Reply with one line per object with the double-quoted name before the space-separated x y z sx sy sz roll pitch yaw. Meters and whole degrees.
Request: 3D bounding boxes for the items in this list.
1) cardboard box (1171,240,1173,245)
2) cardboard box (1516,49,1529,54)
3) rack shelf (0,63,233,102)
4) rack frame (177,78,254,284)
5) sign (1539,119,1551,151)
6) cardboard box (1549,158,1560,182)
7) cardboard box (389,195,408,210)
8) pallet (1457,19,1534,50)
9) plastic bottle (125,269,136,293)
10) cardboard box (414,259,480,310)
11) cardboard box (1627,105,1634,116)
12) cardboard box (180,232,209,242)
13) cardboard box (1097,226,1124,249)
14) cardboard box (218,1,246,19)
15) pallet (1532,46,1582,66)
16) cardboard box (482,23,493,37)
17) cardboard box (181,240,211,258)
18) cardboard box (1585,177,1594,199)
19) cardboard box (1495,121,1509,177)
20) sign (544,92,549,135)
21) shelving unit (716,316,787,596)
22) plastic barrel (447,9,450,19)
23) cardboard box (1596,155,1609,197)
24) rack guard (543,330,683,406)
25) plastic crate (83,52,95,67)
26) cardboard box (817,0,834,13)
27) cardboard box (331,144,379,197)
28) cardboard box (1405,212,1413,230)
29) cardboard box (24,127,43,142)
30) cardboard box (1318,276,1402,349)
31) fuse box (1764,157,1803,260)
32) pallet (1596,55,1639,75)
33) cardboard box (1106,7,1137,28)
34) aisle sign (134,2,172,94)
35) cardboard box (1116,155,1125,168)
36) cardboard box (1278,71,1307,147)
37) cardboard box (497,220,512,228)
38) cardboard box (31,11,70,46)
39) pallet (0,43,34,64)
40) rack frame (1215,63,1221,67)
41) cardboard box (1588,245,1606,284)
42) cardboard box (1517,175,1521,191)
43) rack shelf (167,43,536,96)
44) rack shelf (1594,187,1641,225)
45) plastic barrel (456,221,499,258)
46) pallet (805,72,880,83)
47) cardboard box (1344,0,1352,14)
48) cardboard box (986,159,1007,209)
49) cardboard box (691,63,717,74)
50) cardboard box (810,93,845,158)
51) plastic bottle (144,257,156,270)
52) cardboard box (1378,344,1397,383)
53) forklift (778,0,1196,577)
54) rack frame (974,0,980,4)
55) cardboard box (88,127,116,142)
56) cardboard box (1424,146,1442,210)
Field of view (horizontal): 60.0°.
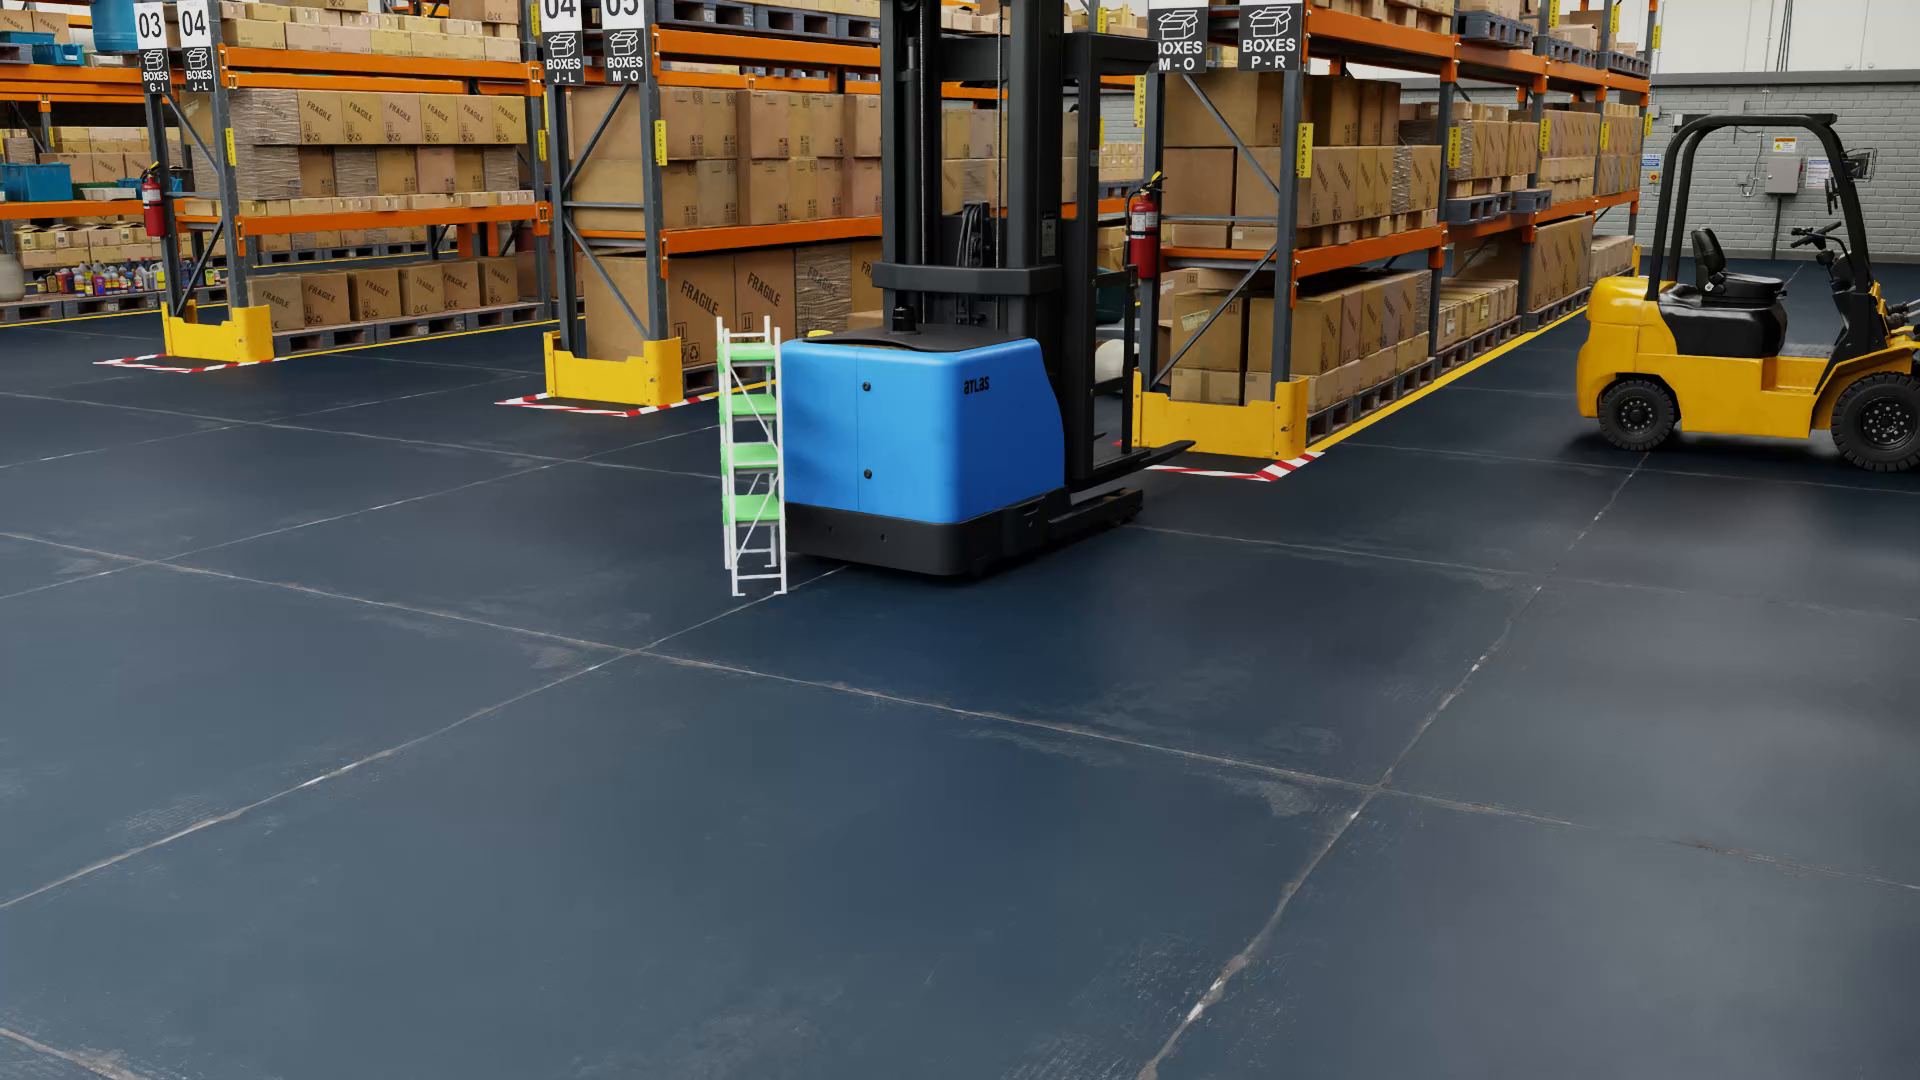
"cardboard box" 2.684 -3.754 22.142 0.500 0.500 0.500 7 15 27
"cardboard box" 5.436 -4.886 16.535 0.380 0.149 0.250 7 15 28
"rack shelf" -10.393 -5.251 19.050 1.077 0.370 4.000 7 15 28
"rack frame" -9.427 -4.553 21.020 1.000 3.000 0.127 7 15 28
"sign" 5.998 -4.155 17.065 0.100 0.325 0.005 7 15 28
"cardboard box" 6.230 -4.042 18.152 0.500 0.250 0.500 8 16 29
"cardboard box" -5.863 -3.444 16.954 0.380 0.149 0.250 7 15 28
"pallet" 4.475 -4.564 15.065 1.213 0.211 1.003 7 15 28
"plastic bottle" -9.899 -3.089 19.830 0.097 0.271 0.097 0 14 0
"cardboard box" -5.589 -2.785 18.123 0.500 0.500 0.500 -12 18 -41
"cardboard box" 9.077 -5.921 22.961 0.380 0.149 0.250 8 16 29
"cardboard box" -12.110 -4.833 25.955 0.500 0.311 0.500 7 15 27
"cardboard box" 1.681 -3.698 20.308 0.500 0.250 0.500 7 15 26
"cardboard box" -6.689 -4.781 15.033 0.380 0.149 0.250 7 15 28
"pallet" 6.321 -5.424 18.635 1.003 0.211 1.213 8 16 31
"cardboard box" -5.204 -5.427 17.714 0.380 0.149 0.250 8 15 29
"cardboard box" -12.114 -4.562 26.025 0.500 0.250 0.500 7 15 27
"cardboard box" 7.456 -4.317 20.360 0.500 0.250 0.500 7 15 27
"cardboard box" 4.794 -3.640 15.486 0.500 0.500 0.500 7 15 26
"sign" -3.200 -3.331 12.974 0.100 0.325 0.005 7 15 28
"shelving unit" -0.954 -0.393 7.605 0.258 1.200 0.503 -3 14 -11
"plastic barrel" -7.216 -7.361 24.454 0.600 0.830 0.708 7 15 28
"cardboard box" 7.908 -4.626 21.107 0.500 0.500 0.500 8 16 30
"rack guard" -2.743 -1.369 13.144 1.175 0.500 0.348 7 15 28
"plastic crate" -10.428 -5.616 19.478 0.336 0.188 0.450 7 15 28
"cardboard box" -1.308 -4.626 14.347 0.380 0.149 0.250 7 15 28
"cardboard box" -6.318 -3.688 16.584 0.875 0.500 0.500 7 15 28
"cardboard box" 3.387 -2.550 13.247 0.380 0.149 0.250 7 15 28
"cardboard box" -16.173 -7.186 29.451 0.500 0.250 0.500 8 16 30
"cardboard box" 3.043 -1.740 12.722 0.500 0.500 0.500 8 16 31
"fuse box" 13.859 -5.596 28.096 0.539 1.711 0.414 7 15 28
"pallet" 8.447 -6.342 22.227 1.003 0.211 1.213 7 15 28
"cardboard box" 1.911 -6.323 20.115 0.396 0.266 0.258 7 15 28
"aisle sign" -7.317 -4.456 15.072 0.394 0.787 0.004 7 15 28
"cardboard box" 1.801 -4.644 20.402 0.380 0.149 0.250 7 15 26
"cardboard box" 1.958 -2.960 11.431 0.700 0.500 0.500 8 15 29
"cardboard box" -8.990 -6.143 32.001 0.797 0.503 0.637 7 15 28
"cardboard box" -13.173 -7.311 23.882 0.500 0.500 0.500 9 16 33
"pallet" -10.875 -5.258 17.944 1.003 0.211 1.213 7 15 28
"rack frame" 3.070 -5.051 23.083 1.000 3.000 0.127 7 15 28
"cardboard box" 7.849 -3.586 21.578 0.875 0.438 0.875 7 15 27
"cardboard box" 5.288 -3.507 16.321 0.380 0.149 0.250 7 15 25
"rack shelf" -6.058 -4.690 16.723 1.077 0.370 4.000 7 15 28
"rack shelf" 8.419 -4.571 22.629 1.077 0.370 4.000 7 15 28
"plastic barrel" -7.271 -4.625 25.053 0.600 0.830 0.708 7 15 28
"pallet" -1.623 -6.805 24.368 0.805 0.209 1.217 7 15 26
"cardboard box" 2.400 -3.584 11.135 0.380 0.149 0.250 7 15 28
"cardboard box" 0.180 -3.741 17.439 0.500 0.500 0.500 7 15 28
"cardboard box" -3.400 -5.969 20.814 0.500 0.250 0.500 7 15 28
"cardboard box" -1.552 -3.714 14.915 0.875 0.550 0.550 7 15 28
"plastic bottle" -10.054 -3.344 20.719 0.144 0.351 0.185 7 15 28
"cardboard box" 3.035 -1.371 12.790 0.500 0.250 0.500 8 16 29
"forklift" 0.335 -1.548 8.701 1.130 2.935 3.031 8 16 31
"rack frame" 0.710 -9.370 28.201 1.000 3.000 0.127 7 15 28
"cardboard box" -15.461 -7.238 29.666 0.500 0.250 0.500 7 15 27
"cardboard box" 3.587 -2.943 13.493 0.500 0.500 0.500 7 15 27
